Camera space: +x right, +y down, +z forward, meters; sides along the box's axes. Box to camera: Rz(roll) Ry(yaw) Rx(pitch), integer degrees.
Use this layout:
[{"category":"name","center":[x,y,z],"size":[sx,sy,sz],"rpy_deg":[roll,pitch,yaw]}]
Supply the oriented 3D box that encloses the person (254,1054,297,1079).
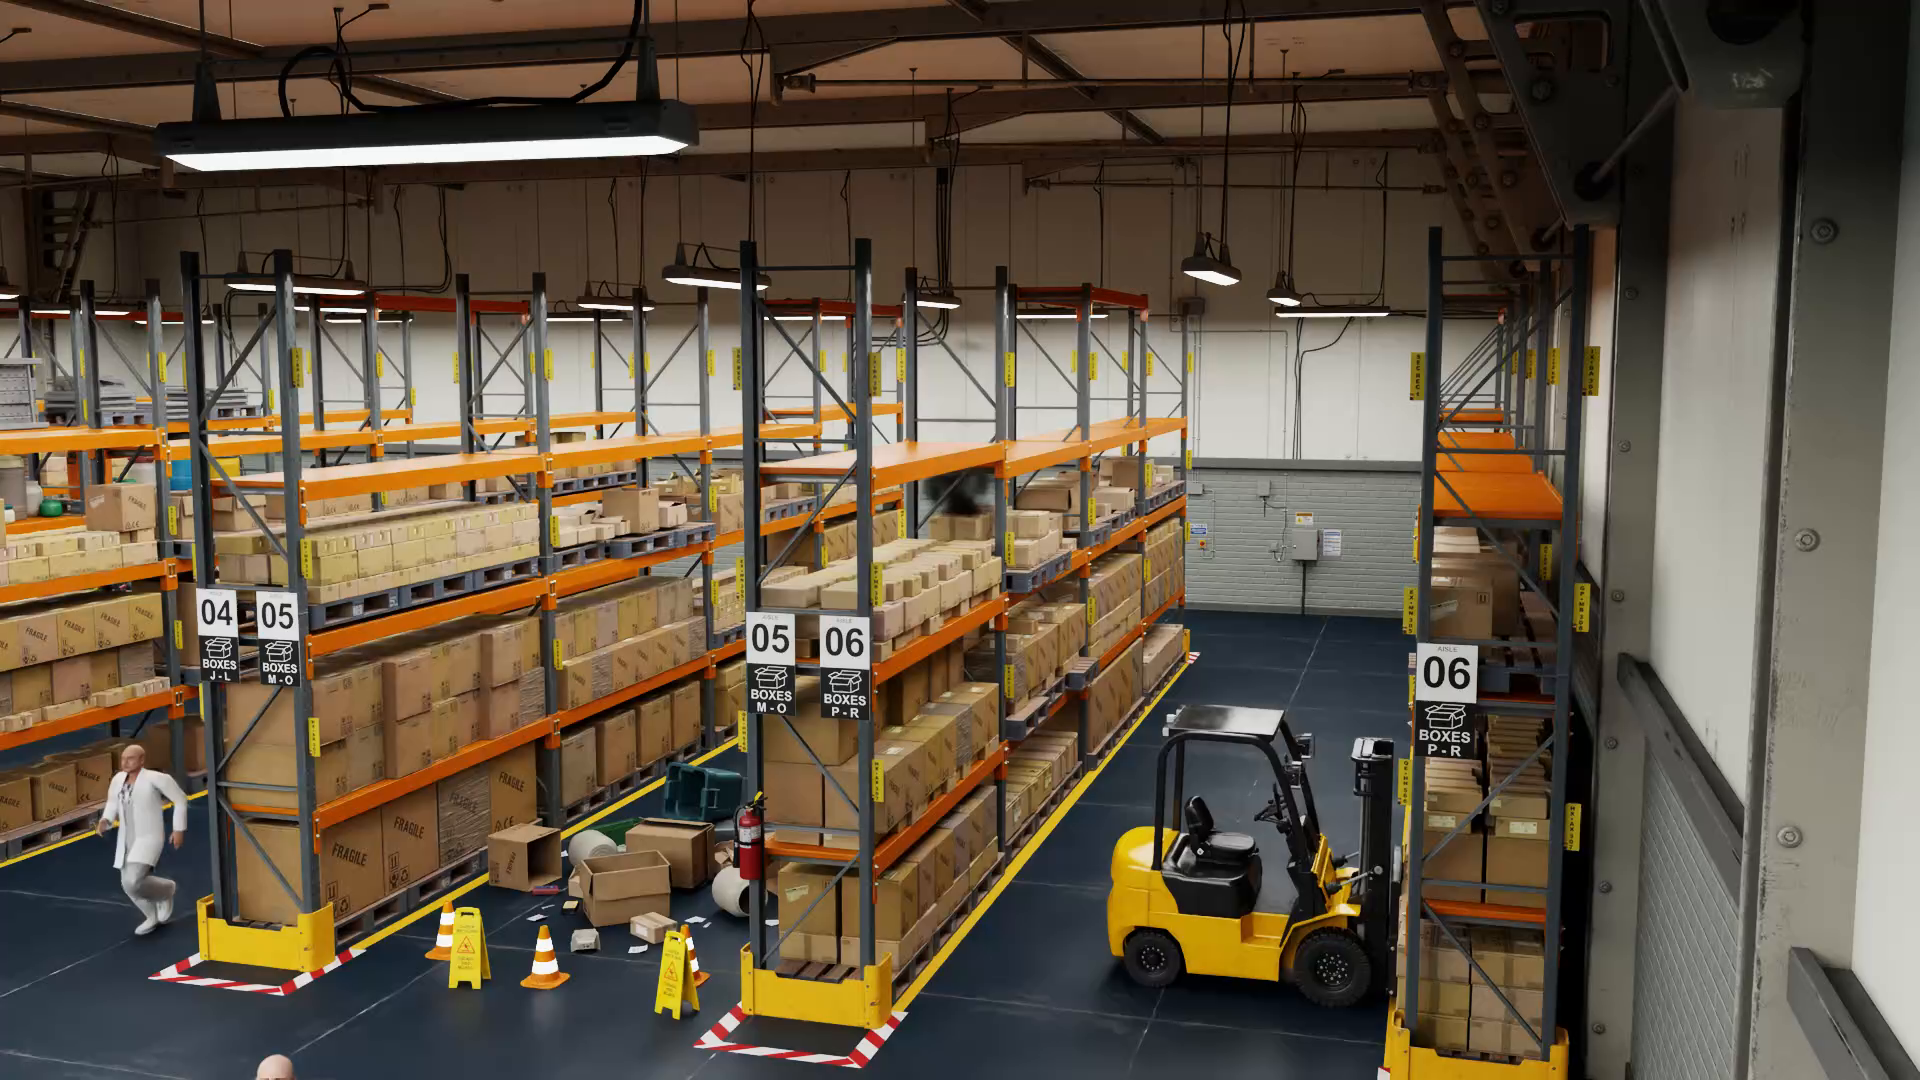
[{"category":"person","center":[-3.306,3.385,8.265],"size":[0.761,1.728,0.723],"rpy_deg":[-2,7,-16]}]

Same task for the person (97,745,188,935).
[{"category":"person","center":[-7.300,2.672,14.774],"size":[0.723,1.725,0.655],"rpy_deg":[2,7,15]}]
